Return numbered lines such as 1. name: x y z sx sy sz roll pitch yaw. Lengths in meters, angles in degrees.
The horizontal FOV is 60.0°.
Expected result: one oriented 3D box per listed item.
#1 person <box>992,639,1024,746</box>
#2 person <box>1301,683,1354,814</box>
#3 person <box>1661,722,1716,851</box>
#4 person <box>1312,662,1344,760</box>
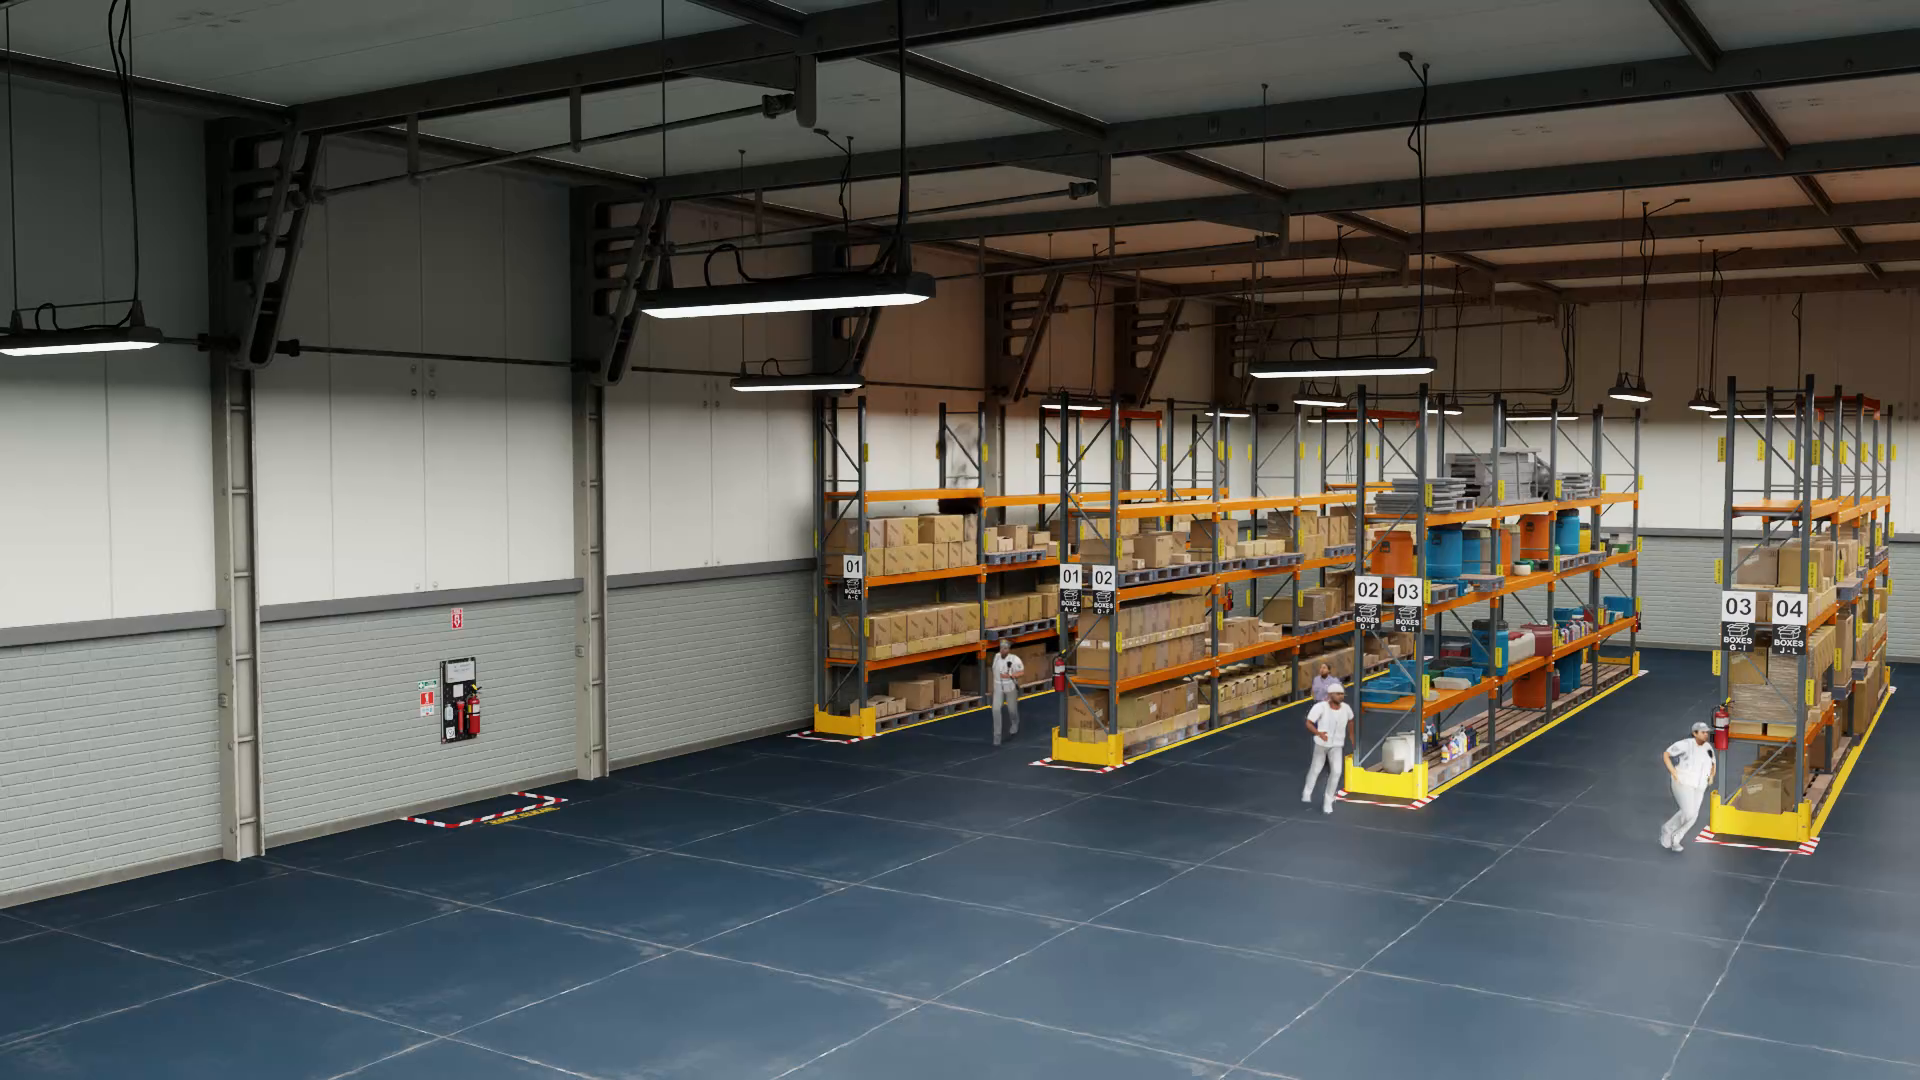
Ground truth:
1. person: 0.837 2.626 28.861 0.613 1.851 1.016 1 3 15
2. person: 5.215 2.906 23.376 0.763 1.806 0.678 0 3 -5
3. person: 9.204 3.103 20.895 0.665 1.614 0.530 -1 3 -16
4. person: 5.898 2.785 26.858 0.580 1.638 0.630 2 3 29
